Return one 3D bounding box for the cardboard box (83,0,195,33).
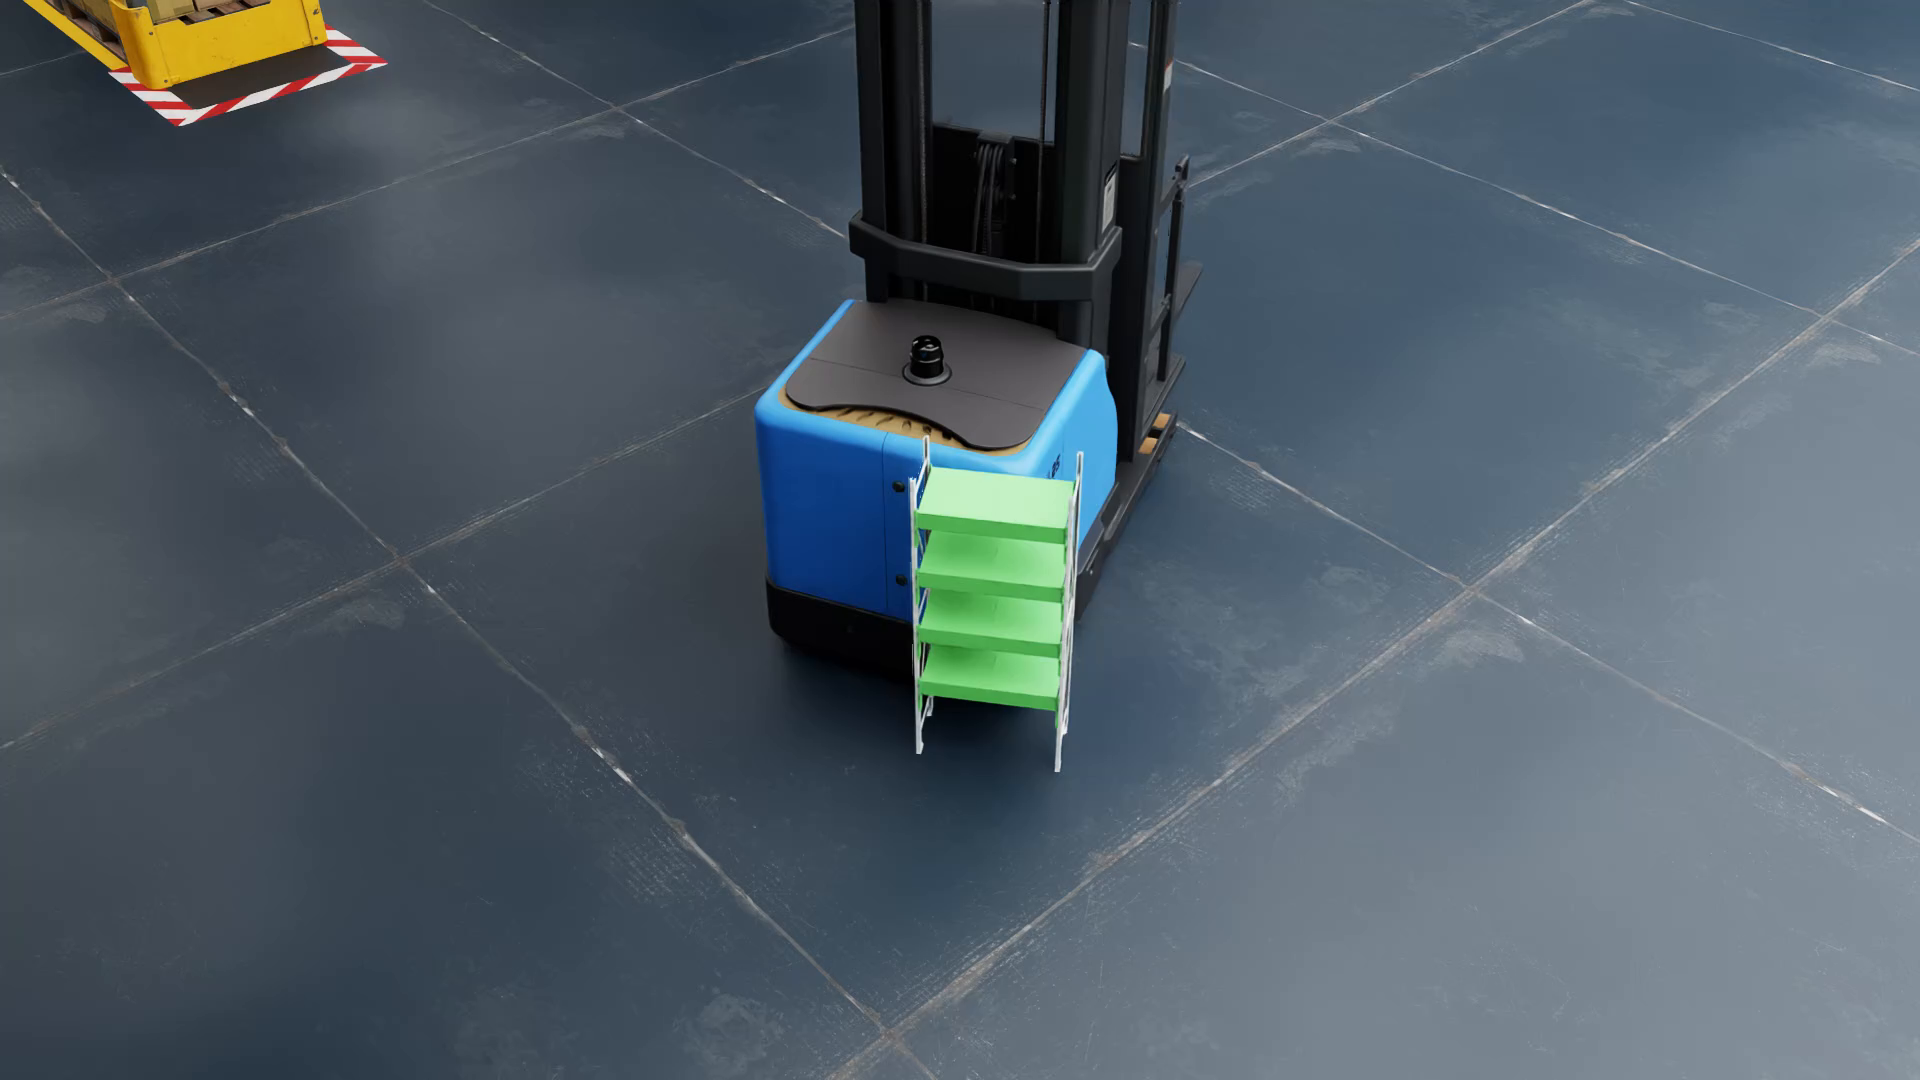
[{"bbox_3d":[-5.206,-3.454,10.494,0.500,0.250,0.500,-30,48,-32],"label":"cardboard box"}]

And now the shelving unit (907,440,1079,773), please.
[{"bbox_3d":[0.106,0.246,5.488,0.503,1.200,0.258,5,40,7],"label":"shelving unit"}]

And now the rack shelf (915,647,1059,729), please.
[{"bbox_3d":[0.106,0.480,5.682,0.480,0.148,0.258,5,40,7],"label":"rack shelf"}]

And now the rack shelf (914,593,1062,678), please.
[{"bbox_3d":[0.106,0.295,5.528,0.480,0.148,0.258,5,40,7],"label":"rack shelf"}]

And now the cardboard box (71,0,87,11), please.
[{"bbox_3d":[-5.553,-3.681,10.774,0.500,0.250,0.500,-30,48,-32],"label":"cardboard box"}]

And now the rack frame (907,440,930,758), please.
[{"bbox_3d":[-0.136,0.223,5.516,0.015,1.200,0.240,5,40,7],"label":"rack frame"}]

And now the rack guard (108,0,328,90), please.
[{"bbox_3d":[-4.609,-3.255,10.382,1.175,0.500,0.348,-30,48,-32],"label":"rack guard"}]

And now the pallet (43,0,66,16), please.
[{"bbox_3d":[-5.994,-4.054,11.601,1.003,0.211,1.213,-30,48,-32],"label":"pallet"}]

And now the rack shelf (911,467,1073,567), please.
[{"bbox_3d":[0.105,-0.074,5.222,0.480,0.148,0.258,5,40,7],"label":"rack shelf"}]

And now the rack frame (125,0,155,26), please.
[{"bbox_3d":[-4.625,-4.238,9.610,1.000,3.000,0.127,-30,48,-32],"label":"rack frame"}]

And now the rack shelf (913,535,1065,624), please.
[{"bbox_3d":[0.105,0.110,5.375,0.480,0.148,0.258,5,40,7],"label":"rack shelf"}]

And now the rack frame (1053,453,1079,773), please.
[{"bbox_3d":[0.347,0.269,5.459,0.015,1.200,0.240,5,40,7],"label":"rack frame"}]

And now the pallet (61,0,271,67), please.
[{"bbox_3d":[-5.173,-3.489,10.902,1.003,0.211,1.213,-30,48,-32],"label":"pallet"}]

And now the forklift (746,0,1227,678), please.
[{"bbox_3d":[0.336,-1.495,6.268,1.130,2.935,3.031,16,42,19],"label":"forklift"}]

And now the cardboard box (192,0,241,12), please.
[{"bbox_3d":[-4.824,-3.675,10.767,0.500,0.250,0.500,-30,48,-32],"label":"cardboard box"}]
